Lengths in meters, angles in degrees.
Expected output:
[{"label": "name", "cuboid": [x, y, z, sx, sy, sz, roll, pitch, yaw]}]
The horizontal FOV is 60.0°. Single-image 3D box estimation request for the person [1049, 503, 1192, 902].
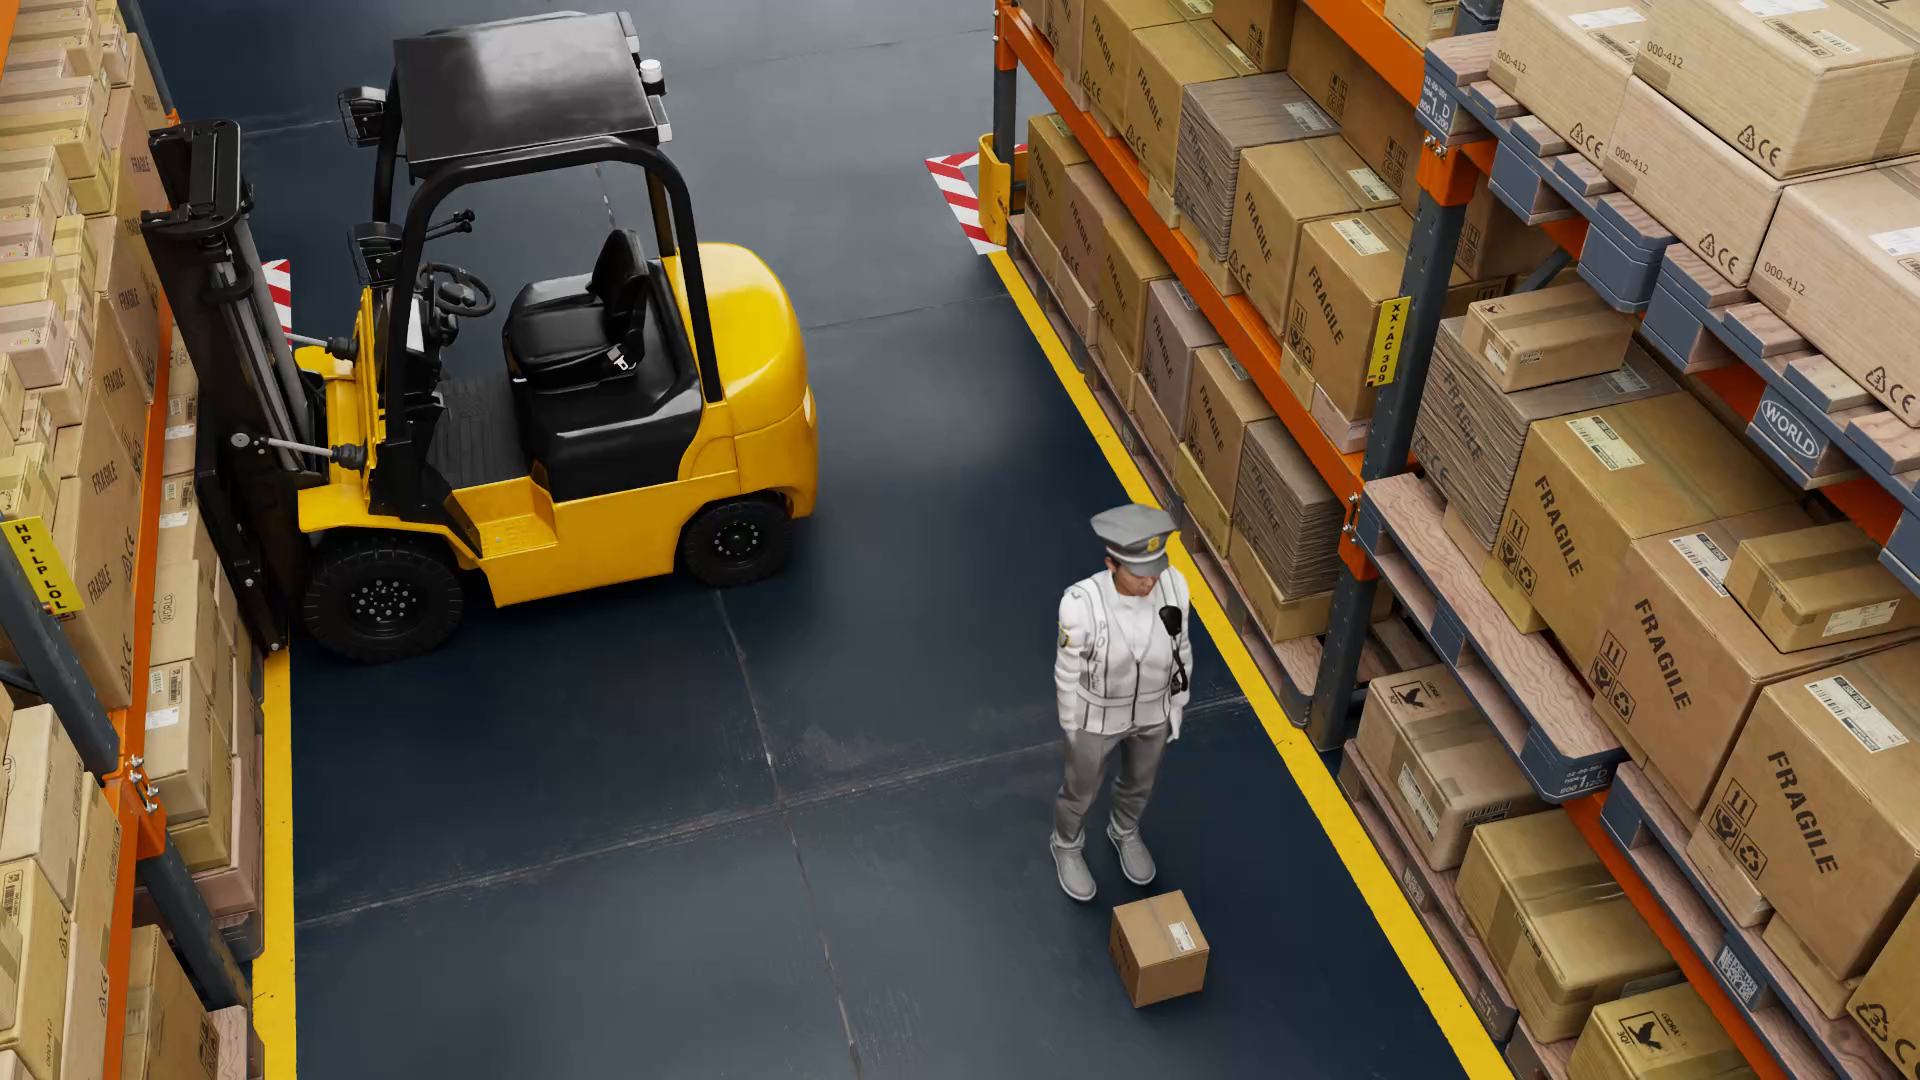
[{"label": "person", "cuboid": [0.541, 0.567, 5.533, 0.466, 1.680, 0.340, -12, 44, -12]}]
